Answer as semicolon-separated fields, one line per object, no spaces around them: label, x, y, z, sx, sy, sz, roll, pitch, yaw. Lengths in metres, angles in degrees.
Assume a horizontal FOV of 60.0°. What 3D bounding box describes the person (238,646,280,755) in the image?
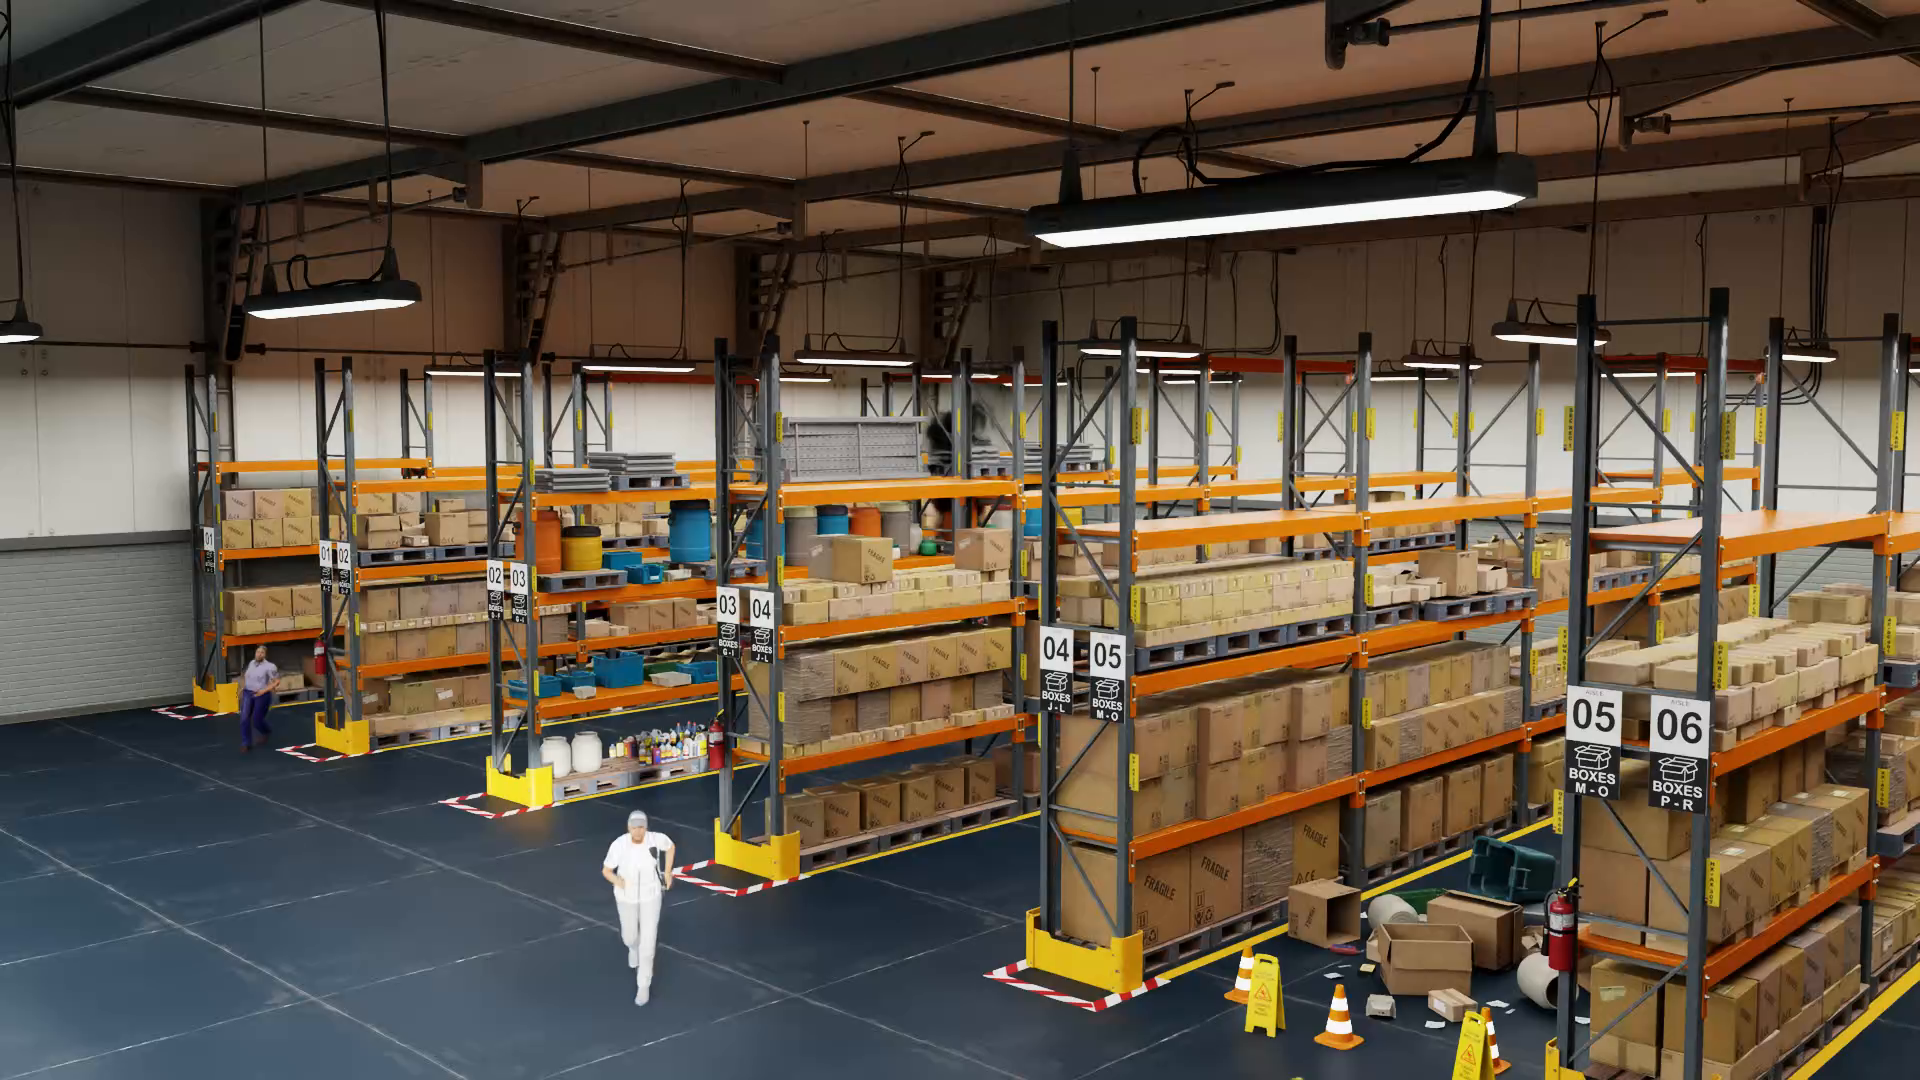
person;-10.706;2.425;25.455;0.639;1.637;0.739;0;4;4

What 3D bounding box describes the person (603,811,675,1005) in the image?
person;-2.874;3.222;14.929;0.638;1.682;0.948;-1;4;-11
